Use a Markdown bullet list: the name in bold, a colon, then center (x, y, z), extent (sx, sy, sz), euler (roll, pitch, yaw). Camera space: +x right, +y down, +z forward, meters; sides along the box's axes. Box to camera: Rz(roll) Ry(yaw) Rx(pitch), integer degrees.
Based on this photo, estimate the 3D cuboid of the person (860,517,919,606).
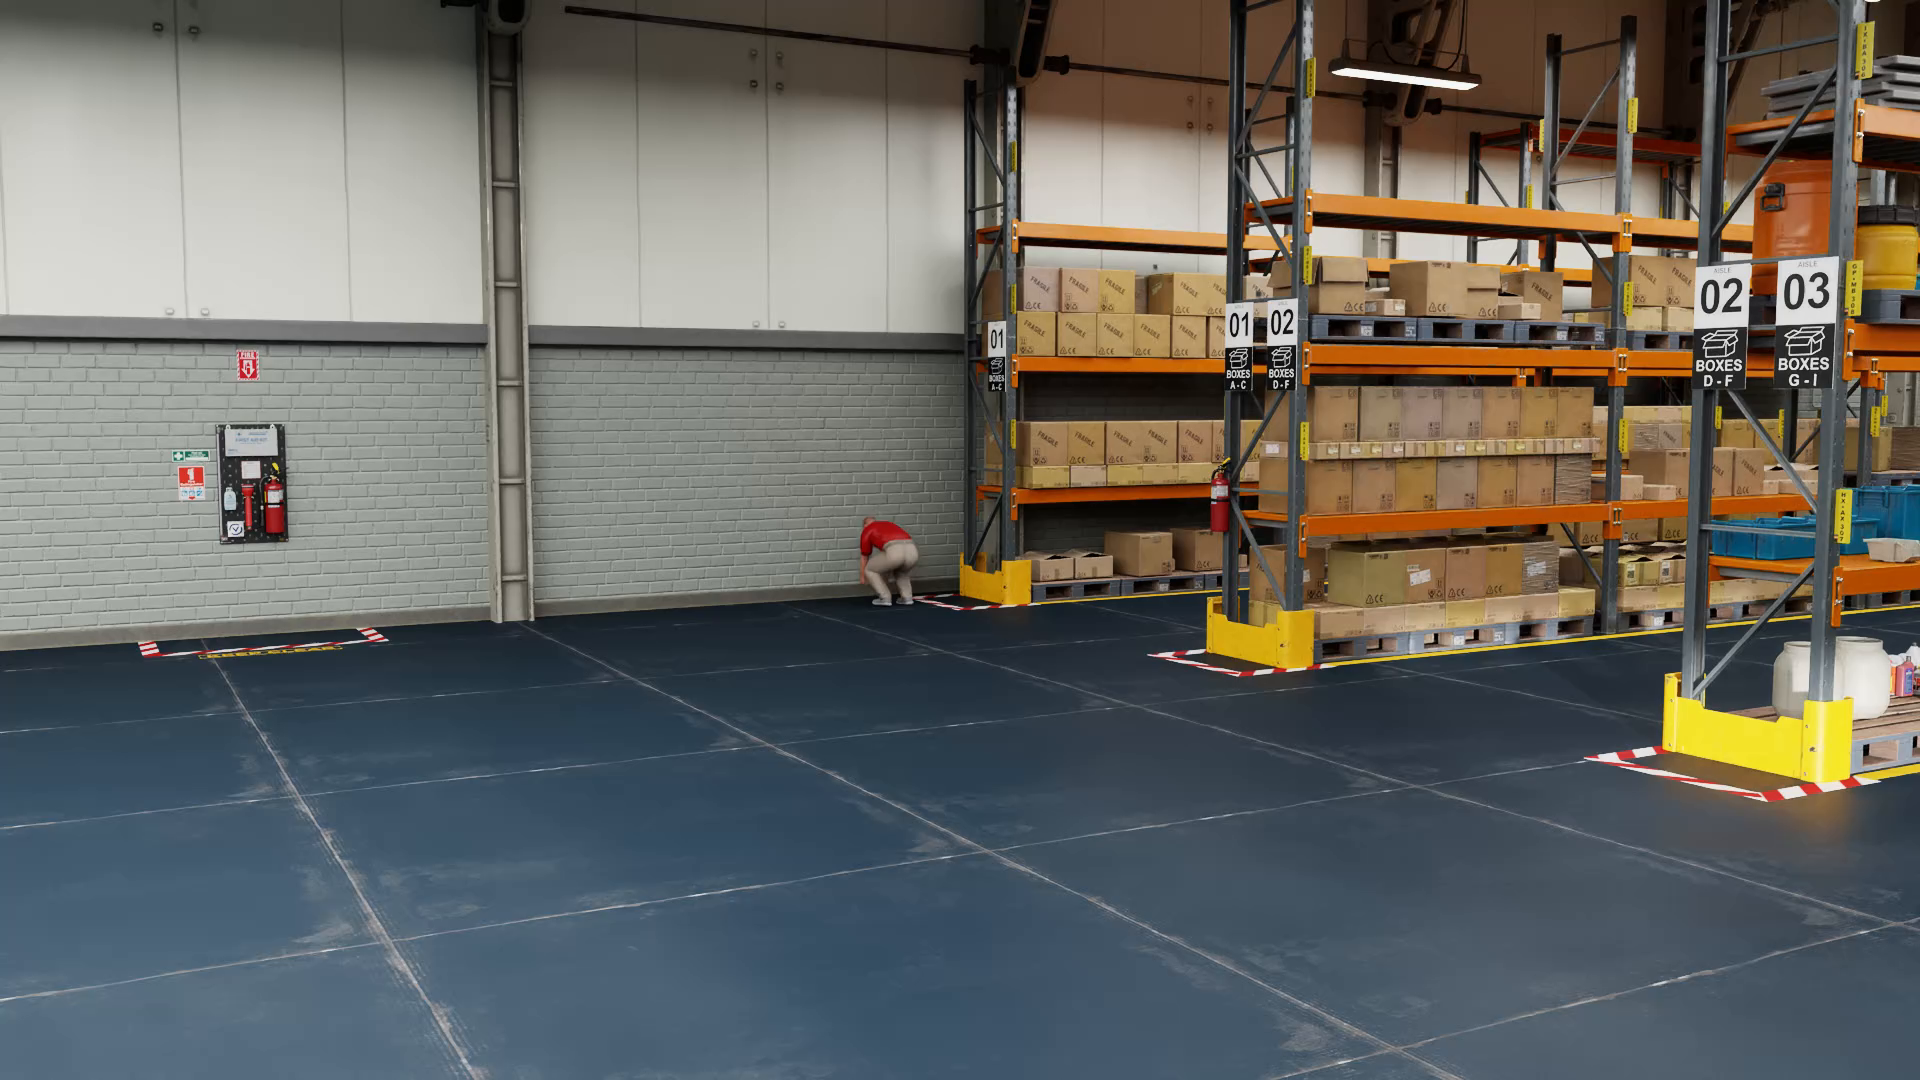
- **person**: center (-0.829, 0.242, 18.927), extent (0.537, 0.979, 0.904), euler (-3, 6, -31)
